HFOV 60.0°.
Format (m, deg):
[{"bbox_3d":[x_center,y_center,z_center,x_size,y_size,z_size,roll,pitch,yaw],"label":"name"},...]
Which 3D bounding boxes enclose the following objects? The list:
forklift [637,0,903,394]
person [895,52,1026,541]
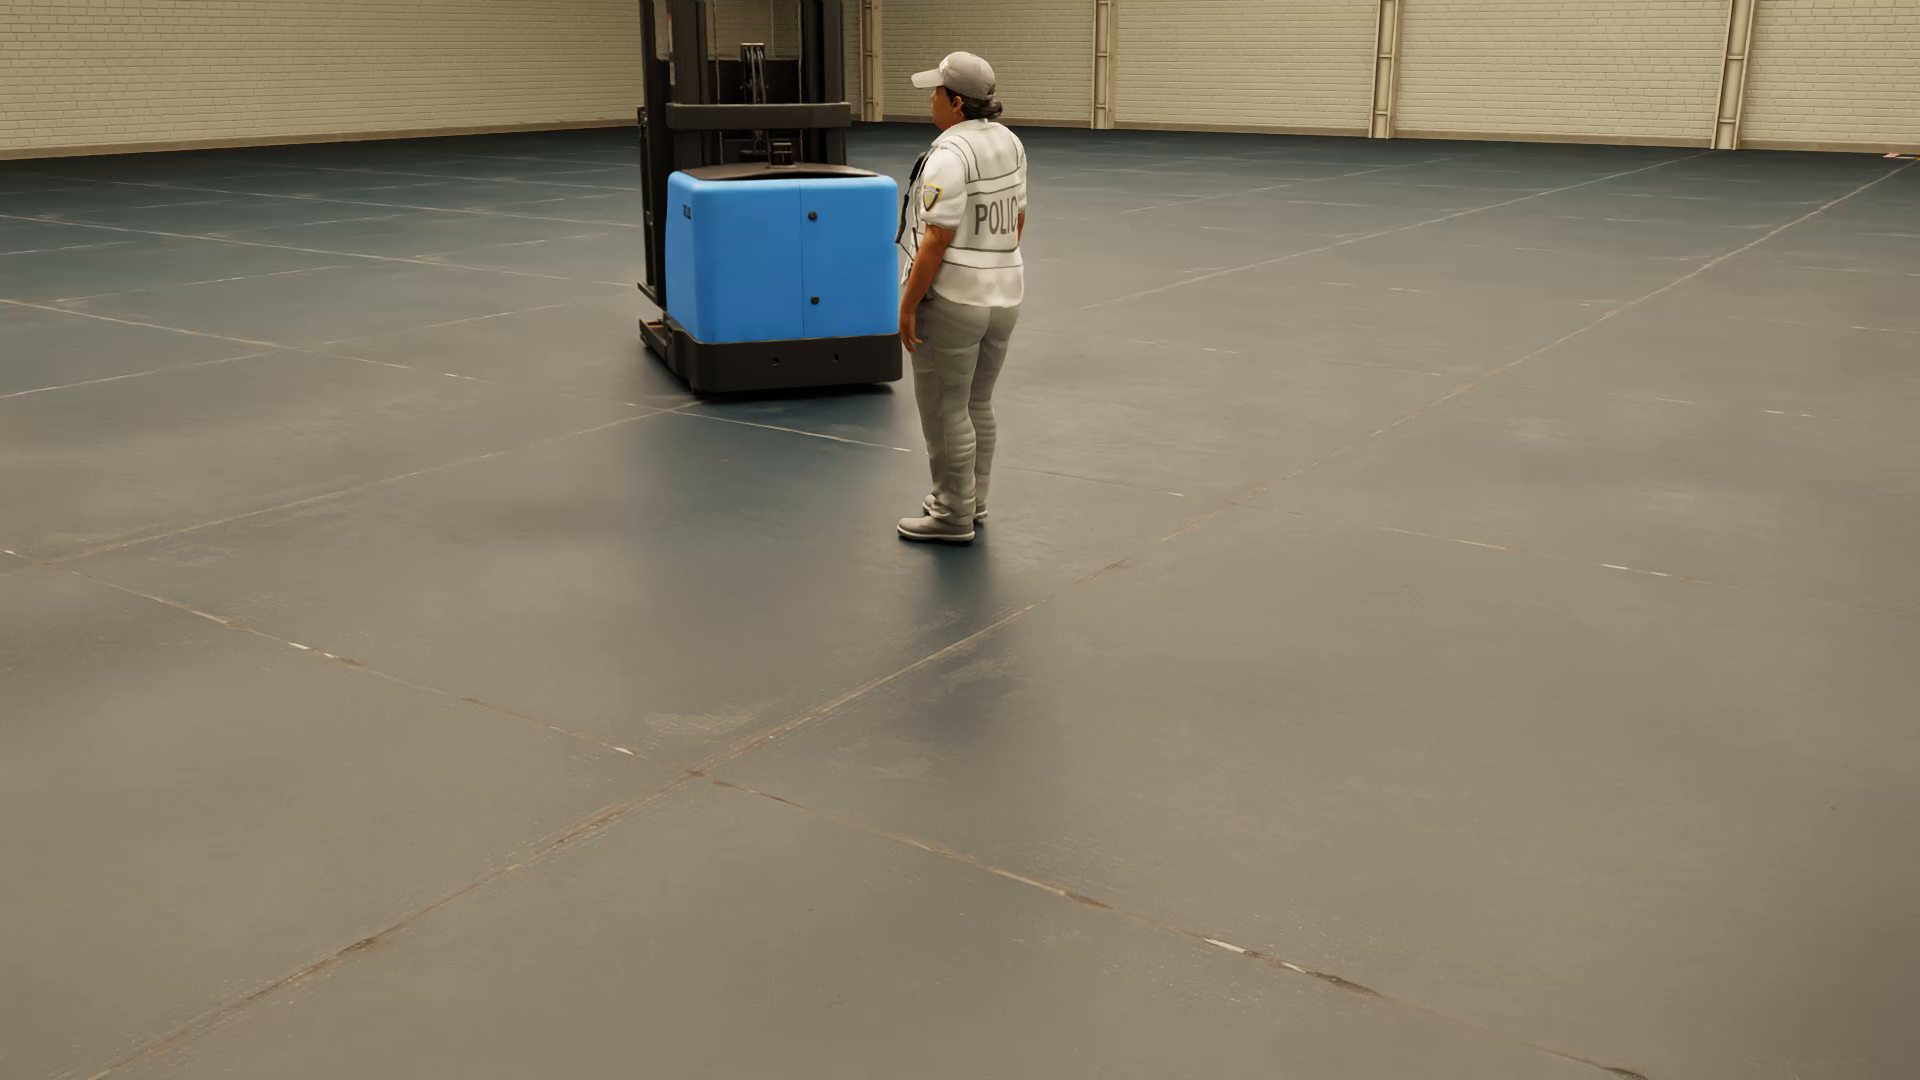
[{"bbox_3d":[-1.238,-2.506,9.211,1.130,2.935,3.031,-5,17,-18],"label":"forklift"},{"bbox_3d":[-0.050,-0.824,5.767,0.529,1.670,0.598,11,20,33],"label":"person"}]
